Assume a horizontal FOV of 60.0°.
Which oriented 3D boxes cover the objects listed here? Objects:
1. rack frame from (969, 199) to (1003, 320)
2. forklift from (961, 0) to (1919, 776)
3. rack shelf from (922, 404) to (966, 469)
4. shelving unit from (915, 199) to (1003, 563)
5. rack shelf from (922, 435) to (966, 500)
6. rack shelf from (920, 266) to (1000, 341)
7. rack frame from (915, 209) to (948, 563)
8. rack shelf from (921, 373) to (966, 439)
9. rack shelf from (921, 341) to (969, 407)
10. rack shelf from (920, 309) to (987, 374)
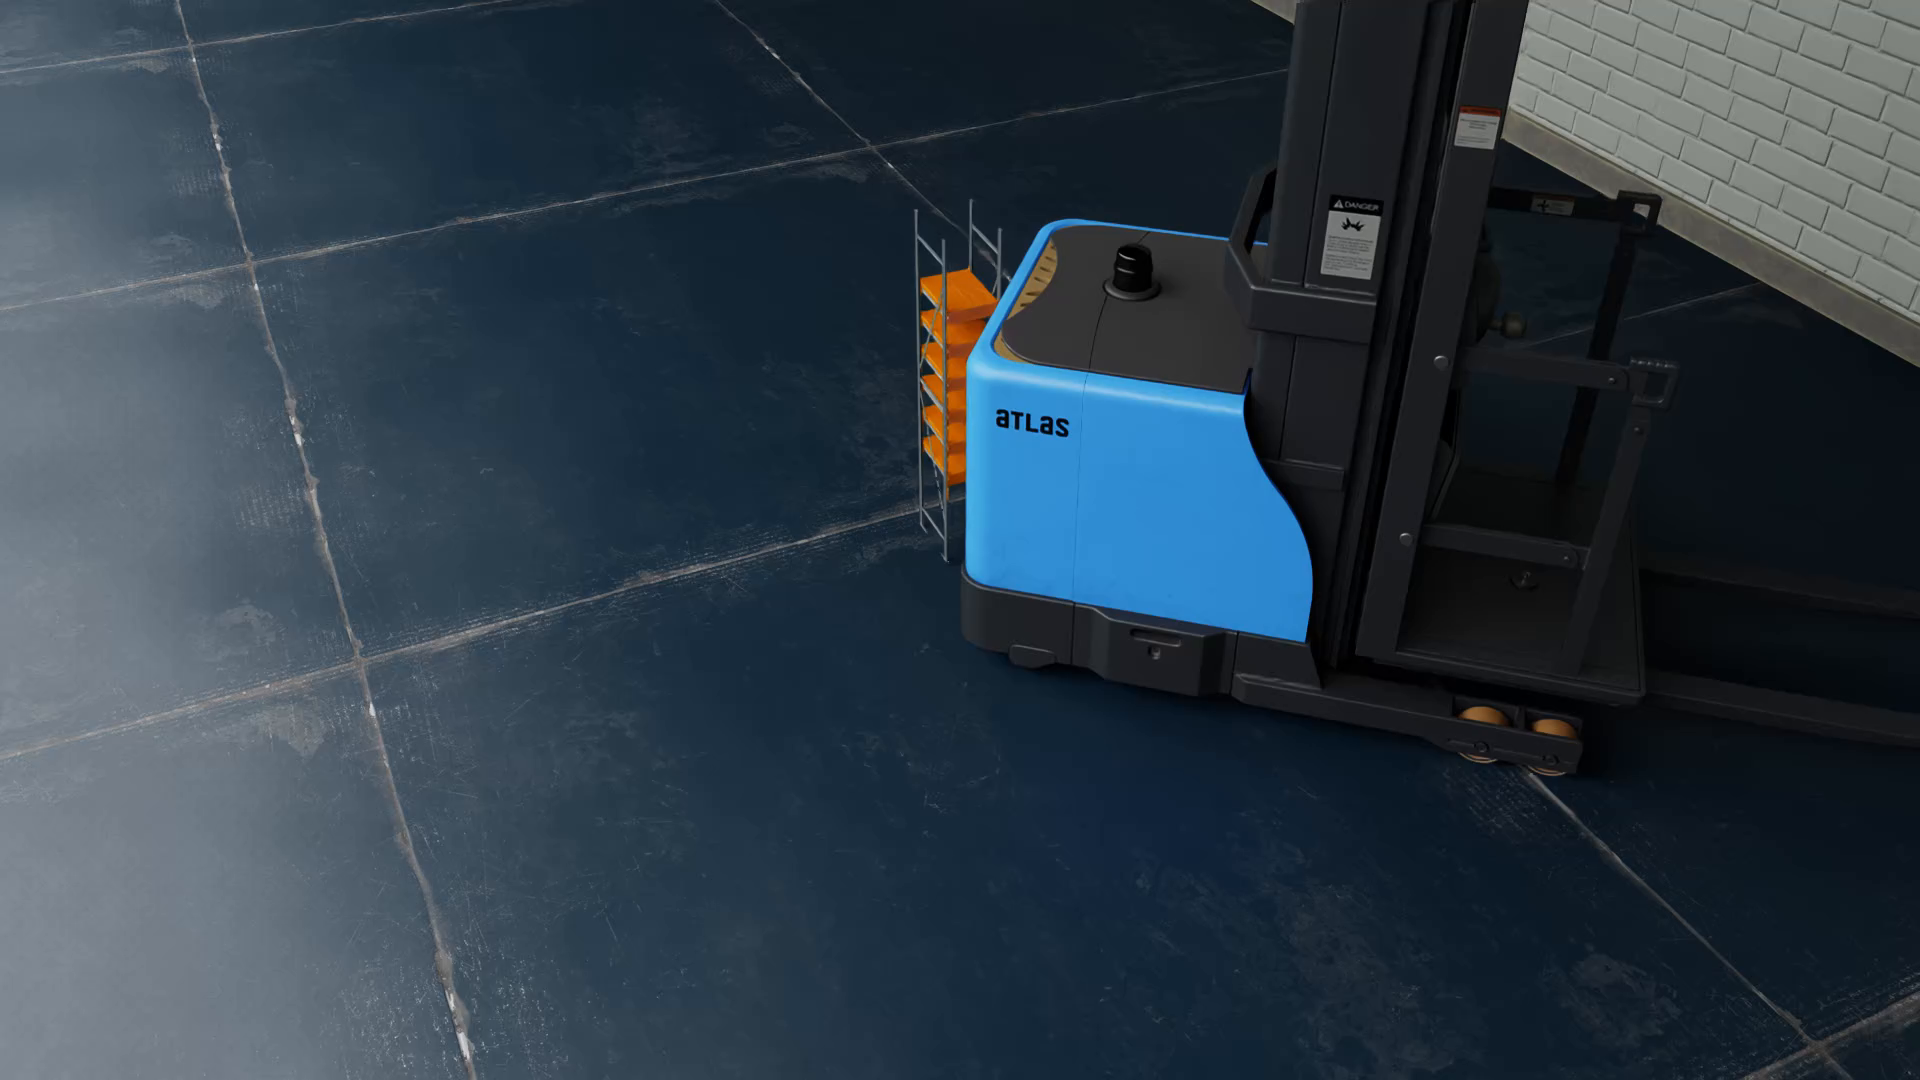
[{"bbox_3d":[0.079,-0.512,5.433,0.006,1.200,0.240,-14,39,-18],"label":"rack frame"},{"bbox_3d":[1.579,-0.847,4.431,3.031,2.935,1.130,10,38,13],"label":"forklift"},{"bbox_3d":[-0.006,-0.359,5.503,0.180,0.103,0.258,-14,39,-18],"label":"rack shelf"},{"bbox_3d":[-0.006,-0.491,5.405,0.189,1.200,0.258,-14,39,-18],"label":"shelving unit"},{"bbox_3d":[-0.006,-0.262,5.574,0.180,0.103,0.258,-14,39,-18],"label":"rack shelf"},{"bbox_3d":[-0.006,-0.744,5.217,0.180,0.103,0.258,-14,39,-18],"label":"rack shelf"},{"bbox_3d":[-0.090,-0.470,5.376,0.006,1.200,0.240,-14,39,-18],"label":"rack frame"},{"bbox_3d":[-0.006,-0.455,5.431,0.180,0.103,0.258,-14,39,-18],"label":"rack shelf"},{"bbox_3d":[-0.006,-0.552,5.360,0.180,0.103,0.258,-14,39,-18],"label":"rack shelf"},{"bbox_3d":[-0.006,-0.648,5.288,0.180,0.103,0.258,-14,39,-18],"label":"rack shelf"}]
